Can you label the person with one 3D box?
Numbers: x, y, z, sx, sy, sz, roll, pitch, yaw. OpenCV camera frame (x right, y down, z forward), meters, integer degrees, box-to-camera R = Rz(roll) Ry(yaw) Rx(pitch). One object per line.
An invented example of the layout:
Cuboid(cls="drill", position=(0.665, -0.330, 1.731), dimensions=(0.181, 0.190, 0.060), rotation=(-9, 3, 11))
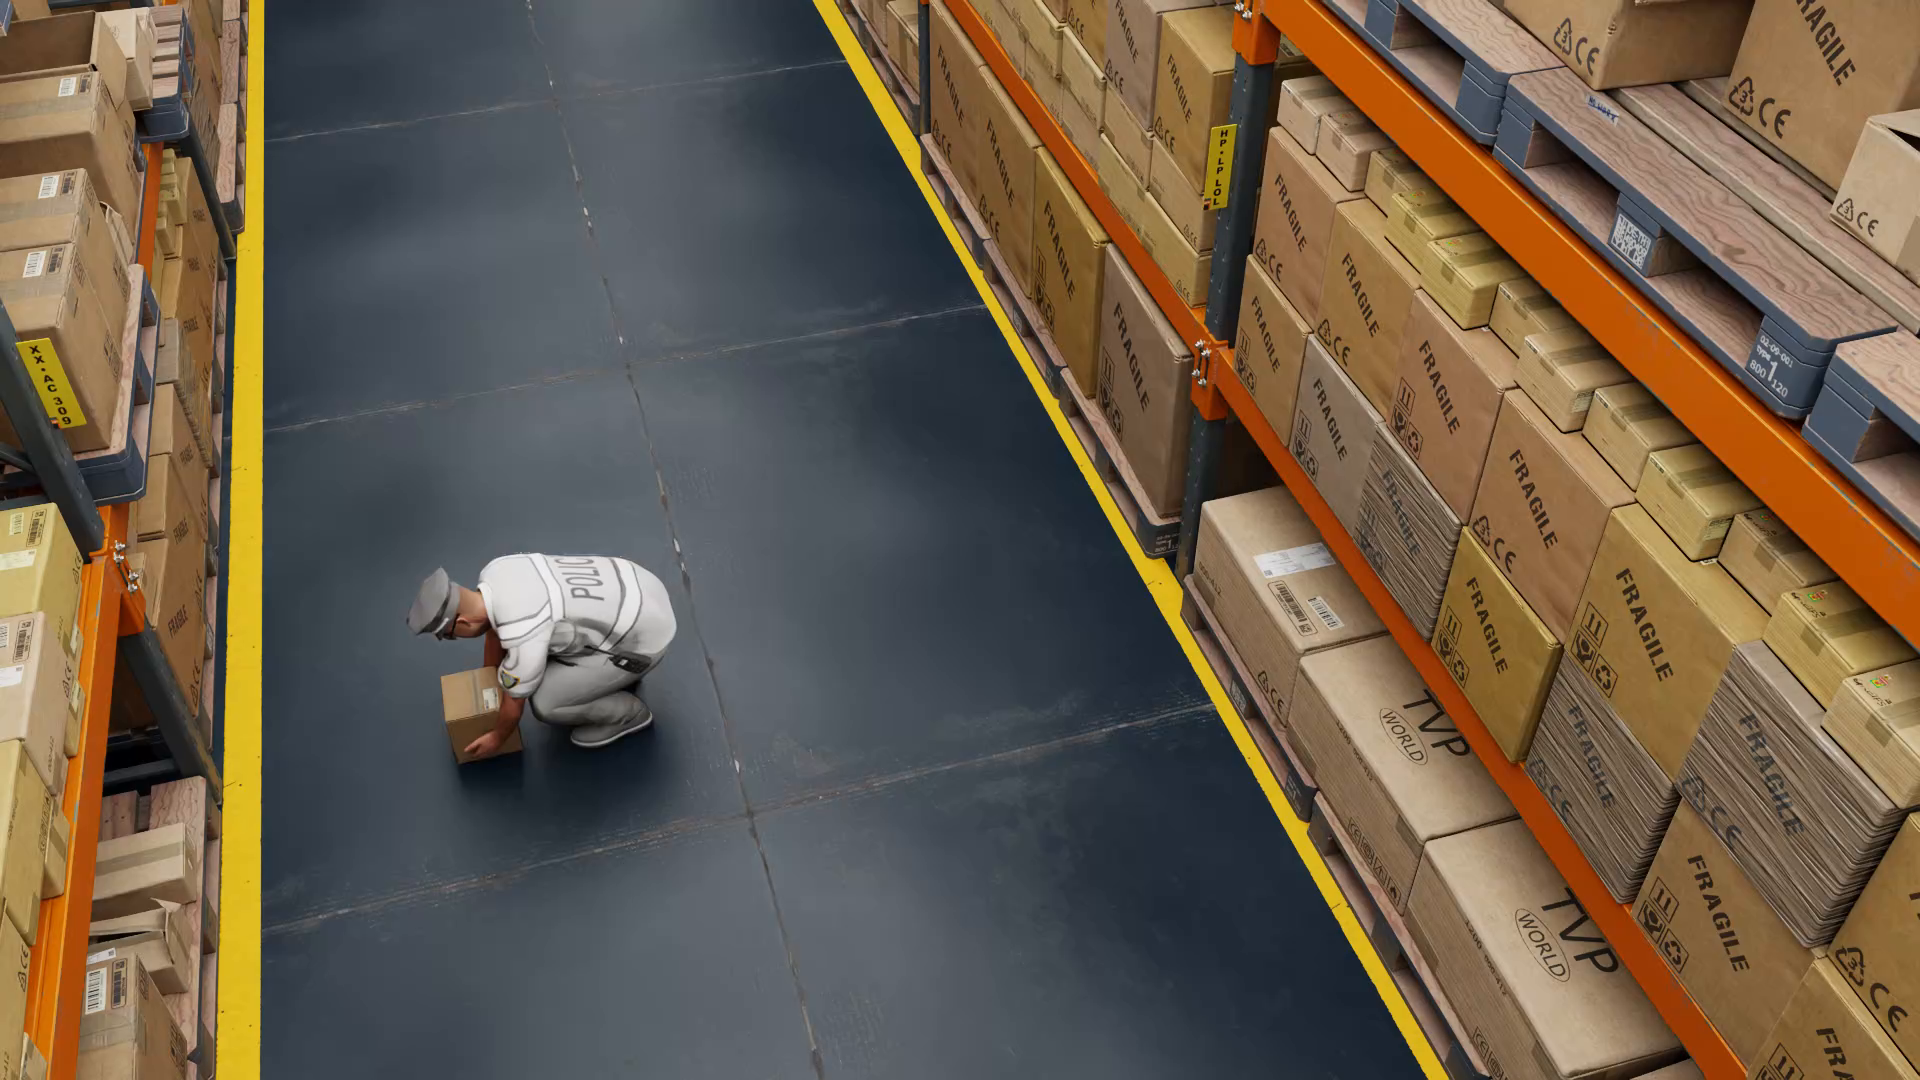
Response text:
Cuboid(cls="person", position=(-1.572, 0.382, 6.374), dimensions=(0.953, 0.902, 0.558), rotation=(-12, 43, -13))
